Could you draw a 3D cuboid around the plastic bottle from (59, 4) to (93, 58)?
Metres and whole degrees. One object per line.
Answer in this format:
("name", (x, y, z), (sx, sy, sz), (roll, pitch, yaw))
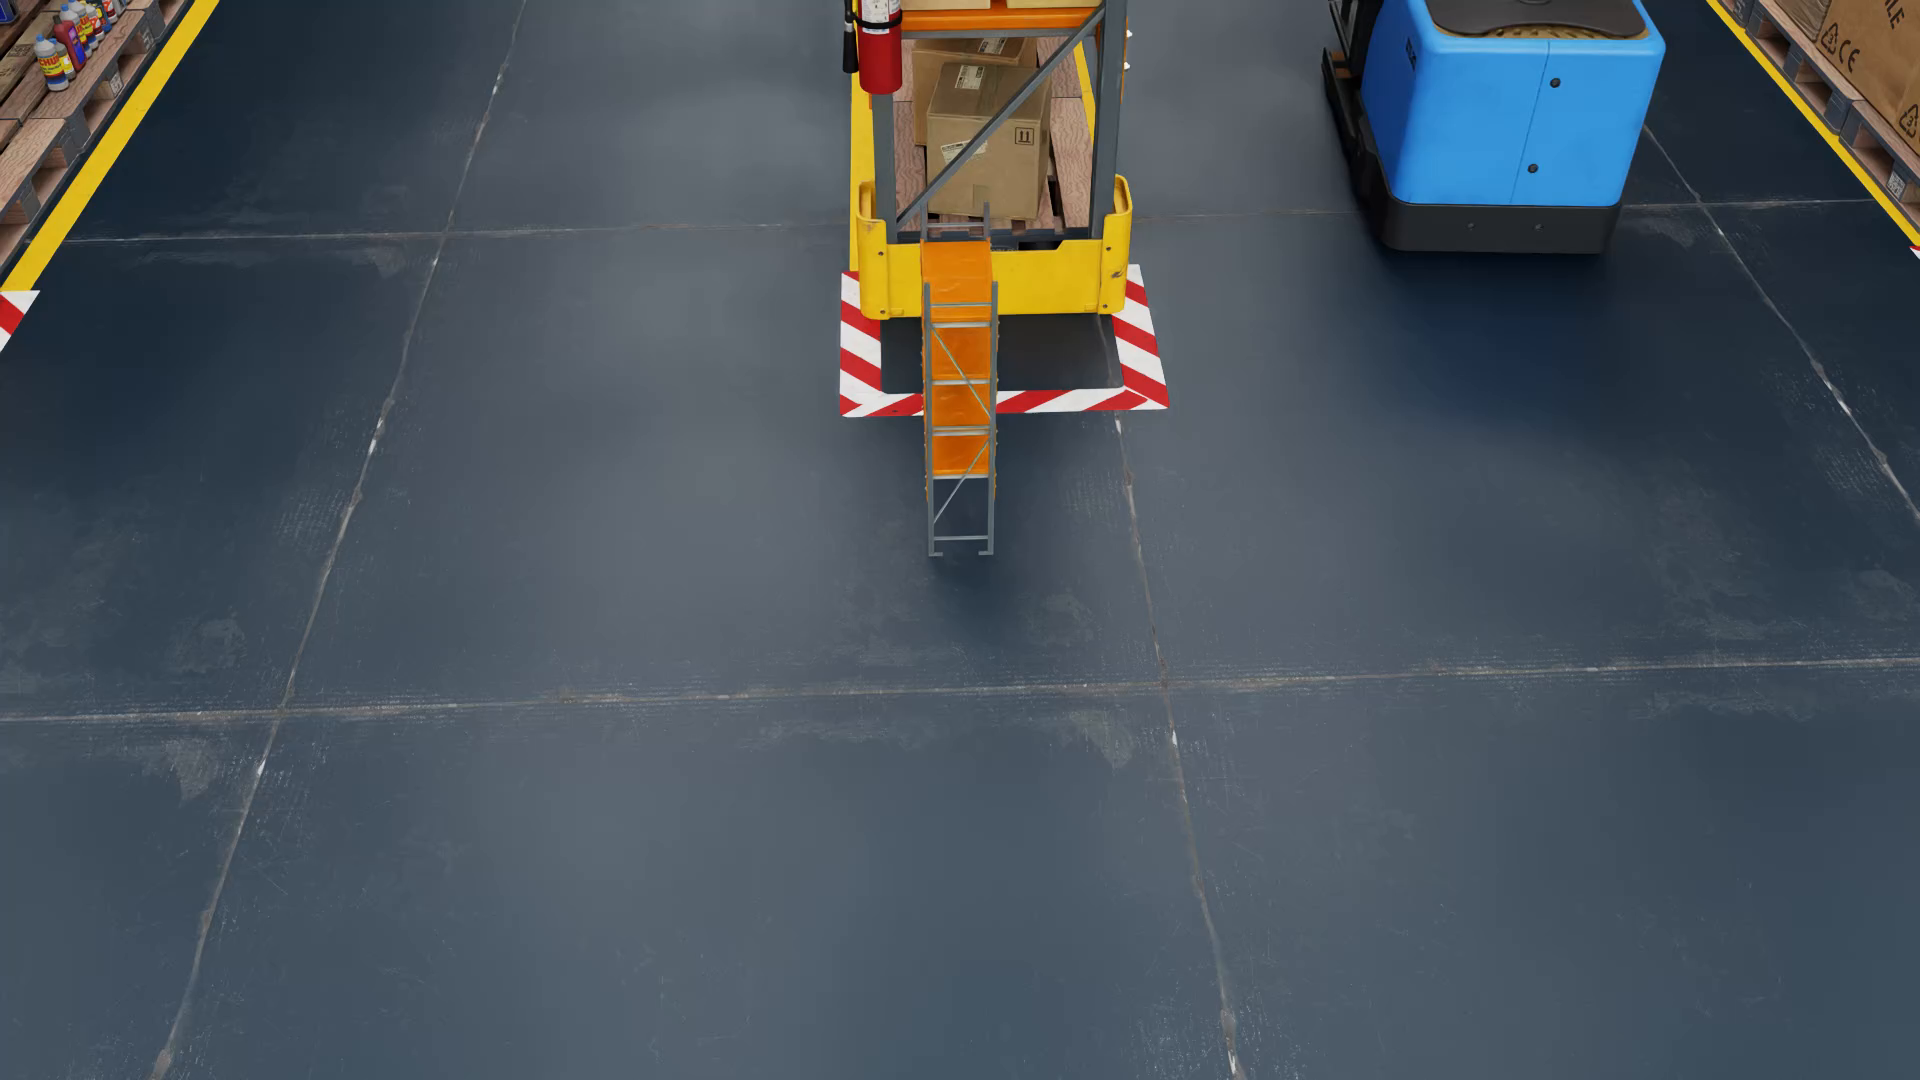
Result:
("plastic bottle", (-4.584, -2.633, 8.596), (0.097, 0.271, 0.097), (0, 43, 0))

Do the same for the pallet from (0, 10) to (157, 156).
("pallet", (-4.932, -2.405, 8.717), (1.003, 0.211, 1.213), (-2, 43, -2))

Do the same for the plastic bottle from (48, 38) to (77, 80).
("plastic bottle", (-4.574, -2.446, 8.444), (0.097, 0.201, 0.097), (0, 43, 0))

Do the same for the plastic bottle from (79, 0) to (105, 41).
("plastic bottle", (-4.592, -2.742, 8.767), (0.097, 0.201, 0.097), (0, 43, 0))

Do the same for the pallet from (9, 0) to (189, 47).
("pallet", (-4.987, -3.230, 9.618), (1.003, 0.211, 1.213), (-2, 43, -2))

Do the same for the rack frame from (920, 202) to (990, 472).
("rack frame", (-0.017, -0.719, 6.146), (0.240, 1.200, 0.015), (-2, 43, -2))

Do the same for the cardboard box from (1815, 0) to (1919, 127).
("cardboard box", (4.970, -2.650, 8.183), (0.875, 0.875, 0.875), (-2, 43, -2))

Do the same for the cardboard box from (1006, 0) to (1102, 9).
("cardboard box", (0.371, -2.261, 6.683), (0.380, 0.149, 0.250), (-2, 43, -2))

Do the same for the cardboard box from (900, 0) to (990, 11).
("cardboard box", (-0.074, -2.248, 6.669), (0.380, 0.149, 0.250), (-2, 43, -2))

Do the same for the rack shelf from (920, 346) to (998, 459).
("rack shelf", (-0.007, -0.504, 6.012), (0.258, 0.148, 0.480), (-2, 43, -2))

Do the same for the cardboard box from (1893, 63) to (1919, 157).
("cardboard box", (5.010, -2.056, 7.535), (0.875, 0.875, 0.875), (-1, 43, -2))

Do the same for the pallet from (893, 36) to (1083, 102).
("pallet", (0.094, -2.549, 8.875), (1.003, 0.211, 1.213), (-2, 43, -2))

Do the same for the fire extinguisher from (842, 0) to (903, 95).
("fire extinguisher", (-0.311, -2.035, 6.308), (0.296, 0.674, 0.183), (-2, 43, -2))

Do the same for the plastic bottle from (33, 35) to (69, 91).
("plastic bottle", (-4.569, -2.402, 8.344), (0.097, 0.271, 0.097), (0, 43, 0))

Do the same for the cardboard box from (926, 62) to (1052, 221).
("cardboard box", (0.135, -1.810, 7.544), (0.500, 0.500, 0.500), (6, 43, 6))

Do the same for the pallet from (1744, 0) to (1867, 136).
("pallet", (4.944, -2.560, 8.886), (1.003, 0.211, 1.213), (-2, 43, -2))

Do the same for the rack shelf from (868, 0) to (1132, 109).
("rack shelf", (0.060, -3.239, 8.097), (1.077, 0.370, 4.000), (-2, 43, -2))

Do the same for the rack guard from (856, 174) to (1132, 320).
("rack guard", (0.142, -1.284, 7.281), (1.175, 0.500, 0.348), (-2, 43, -2))

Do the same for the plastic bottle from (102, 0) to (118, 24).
("plastic bottle", (-4.601, -2.880, 8.918), (0.097, 0.201, 0.097), (0, 43, 0))

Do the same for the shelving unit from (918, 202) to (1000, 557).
("shelving unit", (-0.007, -0.554, 5.966), (0.258, 1.200, 0.503), (-2, 43, -2))

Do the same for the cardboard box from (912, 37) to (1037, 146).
("cardboard box", (0.075, -2.212, 7.983), (0.500, 0.500, 0.500), (9, 43, 9))

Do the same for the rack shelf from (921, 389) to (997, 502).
("rack shelf", (-0.007, -0.358, 6.146), (0.258, 0.148, 0.480), (-2, 43, -2))

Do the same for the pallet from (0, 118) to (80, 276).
("pallet", (-4.883, -1.583, 7.821), (1.003, 0.211, 1.213), (-2, 43, -2))

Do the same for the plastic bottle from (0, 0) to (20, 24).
("plastic bottle", (-5.181, -2.921, 8.907), (0.152, 0.276, 0.135), (-2, 43, -2))

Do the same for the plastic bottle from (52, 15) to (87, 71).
("plastic bottle", (-4.561, -2.559, 8.507), (0.061, 0.283, 0.133), (-1, 43, -1))

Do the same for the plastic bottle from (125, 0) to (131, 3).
("plastic bottle", (-4.636, -3.124, 9.073), (0.144, 0.351, 0.185), (-2, 43, -2))

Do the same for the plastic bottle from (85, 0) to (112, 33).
("plastic bottle", (-4.597, -2.837, 8.819), (0.097, 0.271, 0.097), (0, 43, 0))

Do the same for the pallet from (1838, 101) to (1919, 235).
("pallet", (4.992, -1.738, 7.990), (1.003, 0.211, 1.213), (-2, 43, -2))

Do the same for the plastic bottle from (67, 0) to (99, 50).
("plastic bottle", (-4.588, -2.701, 8.670), (0.097, 0.271, 0.097), (0, 43, 0))

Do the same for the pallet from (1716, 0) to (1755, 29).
("pallet", (4.889, -3.385, 9.787), (1.003, 0.211, 1.213), (-2, 43, -2))

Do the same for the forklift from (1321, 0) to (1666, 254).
("forklift", (2.499, -3.359, 7.746), (1.130, 2.935, 3.031), (1, 43, 1))

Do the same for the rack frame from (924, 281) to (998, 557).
("rack frame", (0.003, -0.389, 5.787), (0.240, 1.200, 0.015), (-2, 43, -2))

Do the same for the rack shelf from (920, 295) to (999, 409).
("rack shelf", (-0.007, -0.669, 5.861), (0.258, 0.148, 0.480), (-2, 43, -2))

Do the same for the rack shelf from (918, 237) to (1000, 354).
("rack shelf", (-0.007, -0.844, 5.701), (0.258, 0.148, 0.480), (-2, 43, -2))

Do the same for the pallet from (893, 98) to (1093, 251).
("pallet", (0.142, -1.727, 7.978), (1.003, 0.211, 1.213), (-2, 43, -2))

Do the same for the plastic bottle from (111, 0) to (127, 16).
("plastic bottle", (-4.633, -2.987, 8.979), (0.152, 0.276, 0.135), (-1, 43, -1))

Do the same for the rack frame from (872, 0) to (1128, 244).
("rack frame", (0.145, -2.154, 6.381), (1.000, 3.000, 0.127), (-2, 43, -2))

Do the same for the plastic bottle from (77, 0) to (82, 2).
("plastic bottle", (-4.740, -2.986, 8.973), (0.061, 0.283, 0.133), (-2, 43, -2))

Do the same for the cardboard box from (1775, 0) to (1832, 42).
("cardboard box", (4.934, -3.266, 8.854), (0.875, 0.875, 0.875), (-1, 43, -1))
